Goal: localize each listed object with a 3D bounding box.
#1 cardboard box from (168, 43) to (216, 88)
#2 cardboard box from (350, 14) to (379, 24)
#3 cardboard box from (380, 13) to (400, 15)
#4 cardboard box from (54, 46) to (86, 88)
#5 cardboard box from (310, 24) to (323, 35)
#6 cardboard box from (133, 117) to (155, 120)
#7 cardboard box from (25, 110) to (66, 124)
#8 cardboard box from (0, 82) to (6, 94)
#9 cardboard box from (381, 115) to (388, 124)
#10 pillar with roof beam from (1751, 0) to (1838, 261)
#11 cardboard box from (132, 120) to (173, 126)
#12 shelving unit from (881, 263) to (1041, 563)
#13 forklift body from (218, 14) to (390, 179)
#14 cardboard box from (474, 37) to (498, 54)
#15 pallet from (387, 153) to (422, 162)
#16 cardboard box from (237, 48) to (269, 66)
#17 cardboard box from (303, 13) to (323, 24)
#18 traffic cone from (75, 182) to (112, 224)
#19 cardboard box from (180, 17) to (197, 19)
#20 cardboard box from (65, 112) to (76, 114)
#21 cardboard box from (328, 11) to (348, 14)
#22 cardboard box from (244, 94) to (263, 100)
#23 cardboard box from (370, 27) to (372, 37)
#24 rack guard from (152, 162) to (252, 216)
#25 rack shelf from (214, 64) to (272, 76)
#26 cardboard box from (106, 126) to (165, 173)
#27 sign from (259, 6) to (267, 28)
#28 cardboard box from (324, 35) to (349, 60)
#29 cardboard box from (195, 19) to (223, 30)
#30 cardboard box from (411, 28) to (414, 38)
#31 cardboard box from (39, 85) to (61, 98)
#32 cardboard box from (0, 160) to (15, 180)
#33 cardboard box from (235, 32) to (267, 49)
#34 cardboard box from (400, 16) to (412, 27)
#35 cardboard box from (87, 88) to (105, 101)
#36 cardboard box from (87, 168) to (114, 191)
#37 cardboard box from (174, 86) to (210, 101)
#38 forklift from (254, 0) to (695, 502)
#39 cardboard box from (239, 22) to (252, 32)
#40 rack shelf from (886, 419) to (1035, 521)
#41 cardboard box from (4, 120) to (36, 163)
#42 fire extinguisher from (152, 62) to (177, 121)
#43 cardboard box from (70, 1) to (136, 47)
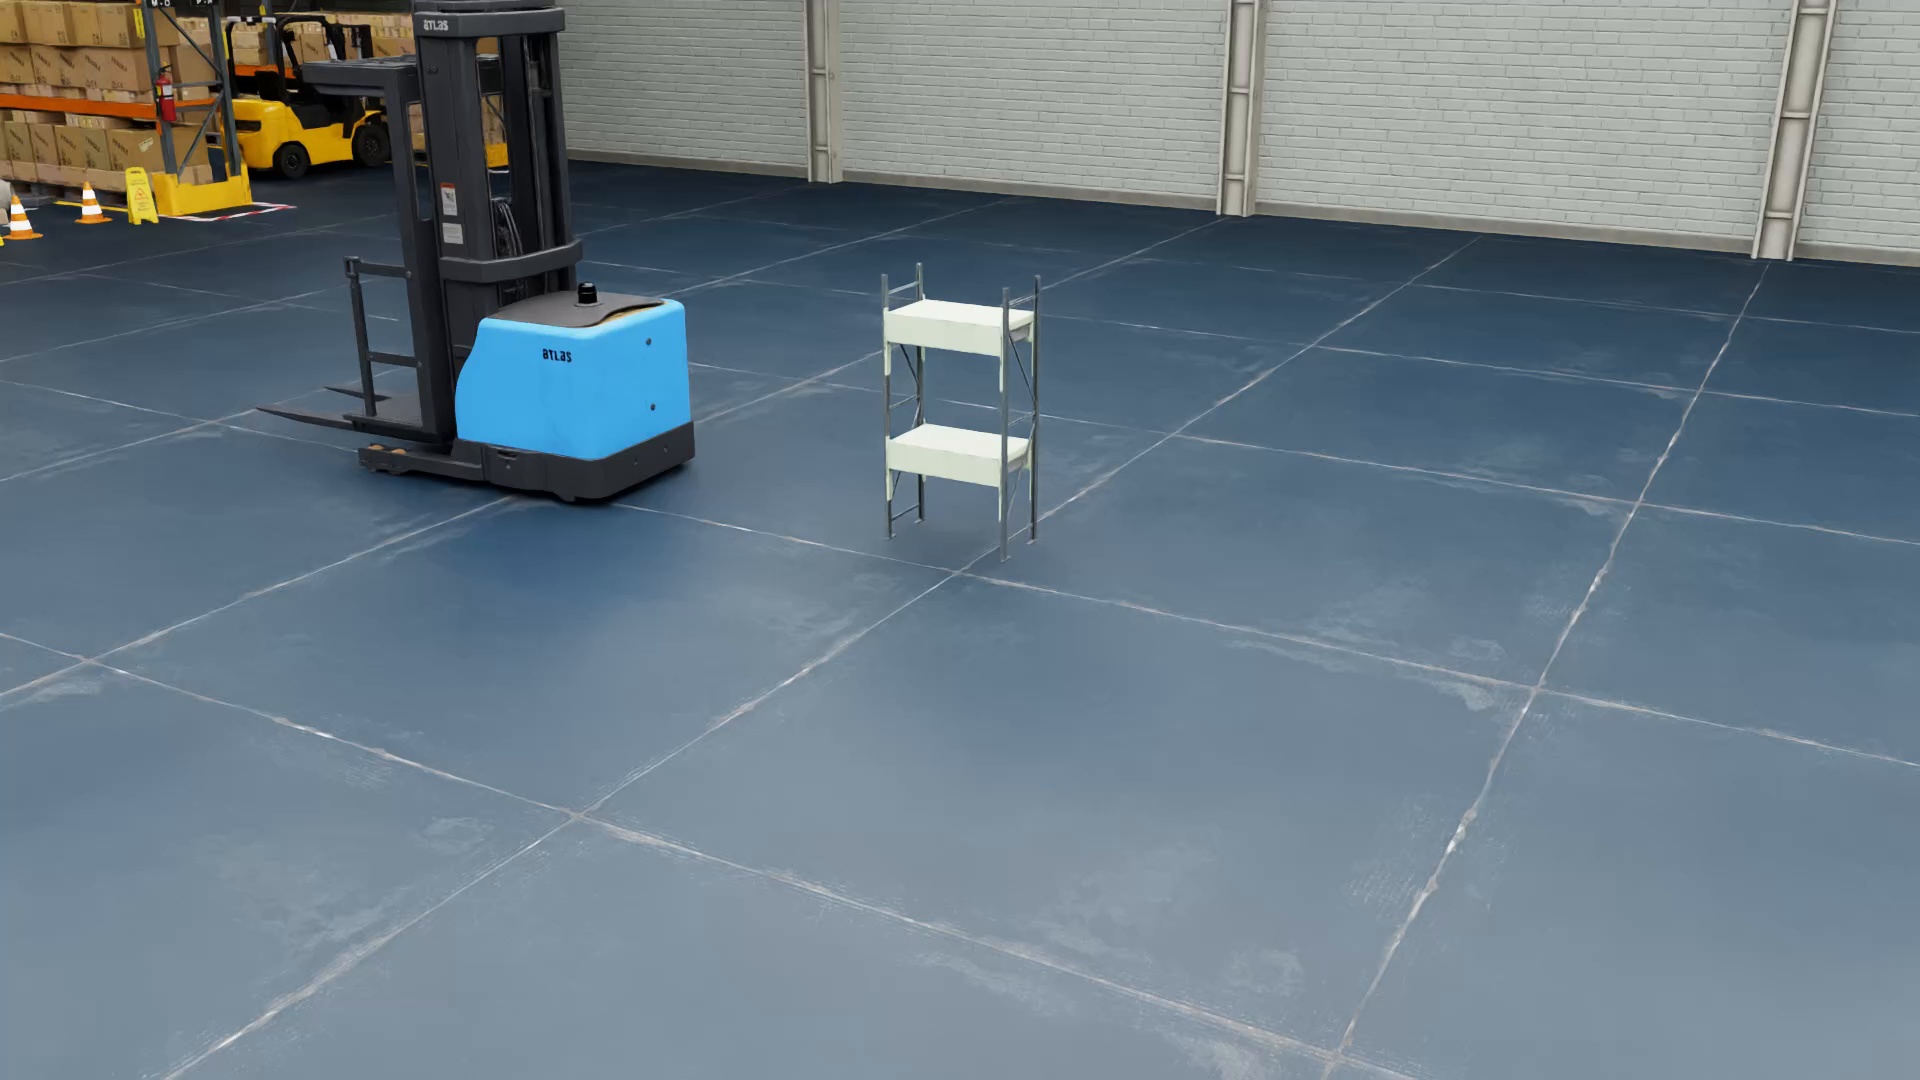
[{"bbox_3d":[-9.629,-5.884,20.605,0.500,0.500,0.500,10,22,26],"label":"cardboard box"},{"bbox_3d":[-8.902,-7.803,24.944,0.250,0.149,0.380,11,23,28],"label":"cardboard box"},{"bbox_3d":[-8.691,-7.934,25.305,0.250,0.149,0.380,12,23,29],"label":"cardboard box"},{"bbox_3d":[-10.829,-5.900,20.649,0.500,0.500,0.500,11,23,27],"label":"cardboard box"},{"bbox_3d":[-9.628,-7.760,25.260,0.250,0.149,0.380,11,23,28],"label":"cardboard box"},{"bbox_3d":[-13.380,-7.318,28.008,0.625,0.625,0.875,12,23,29],"label":"cardboard box"},{"bbox_3d":[-11.694,-5.418,21.267,0.250,0.149,0.380,12,23,30],"label":"cardboard box"},{"bbox_3d":[-12.232,-5.874,21.527,0.250,0.149,0.380,11,23,27],"label":"cardboard box"},{"bbox_3d":[-8.404,-6.308,25.041,0.500,0.250,0.500,10,22,26],"label":"cardboard box"},{"bbox_3d":[6.513,-5.944,12.554,0.400,9.000,9.100,11,23,27],"label":"pillar with roof beam"},{"bbox_3d":[-10.400,-5.099,21.341,0.500,0.500,0.500,10,22,25],"label":"cardboard box"},{"bbox_3d":[0.006,-0.704,9.106,0.755,1.500,0.431,11,23,27],"label":"shelving unit"},{"bbox_3d":[-9.479,-6.388,23.821,1.214,2.155,2.313,11,23,27],"label":"forklift body"},{"bbox_3d":[-7.230,-7.227,24.742,0.500,0.500,0.500,12,23,29],"label":"cardboard box"},{"bbox_3d":[-8.682,-6.022,25.656,1.213,0.211,1.003,11,23,27],"label":"pallet"},{"bbox_3d":[-10.993,-7.615,26.180,0.500,0.250,0.500,11,23,29],"label":"cardboard box"},{"bbox_3d":[-9.793,-7.974,25.414,0.250,0.149,0.380,10,22,26],"label":"cardboard box"},{"bbox_3d":[-10.355,-4.031,19.799,0.334,0.463,0.336,11,23,27],"label":"traffic cone"},{"bbox_3d":[-12.617,-8.545,27.425,0.250,0.149,0.380,11,22,27],"label":"cardboard box"},{"bbox_3d":[-15.282,-7.546,28.819,0.500,0.500,0.500,12,23,30],"label":"cardboard box"},{"bbox_3d":[-9.563,-8.114,25.801,0.250,0.149,0.380,11,22,27],"label":"cardboard box"},{"bbox_3d":[-10.886,-6.844,26.701,0.625,0.625,0.875,12,23,30],"label":"cardboard box"},{"bbox_3d":[-8.679,-7.615,24.862,0.250,0.149,0.380,11,22,27],"label":"cardboard box"},{"bbox_3d":[-9.417,-4.374,20.689,0.348,0.500,1.175,11,23,27],"label":"rack guard"},{"bbox_3d":[-12.172,-7.674,27.177,4.000,0.370,1.077,11,23,27],"label":"rack shelf"},{"bbox_3d":[-10.177,-4.849,20.651,0.500,0.500,0.500,11,23,28],"label":"cardboard box"},{"bbox_3d":[-10.682,-8.024,25.504,0.005,0.325,0.100,11,23,27],"label":"sign"},{"bbox_3d":[-9.260,-7.410,25.246,0.500,0.500,0.500,11,22,27],"label":"cardboard box"},{"bbox_3d":[-11.962,-8.226,26.546,0.250,0.149,0.380,11,23,28],"label":"cardboard box"},{"bbox_3d":[-7.807,-7.436,24.367,0.250,0.149,0.380,11,23,28],"label":"cardboard box"},{"bbox_3d":[-11.379,-5.686,21.011,0.250,0.149,0.380,11,23,27],"label":"cardboard box"},{"bbox_3d":[-12.460,-4.928,21.967,0.500,0.250,0.500,10,22,25],"label":"cardboard box"},{"bbox_3d":[-10.979,-7.850,26.093,0.500,0.250,0.500,10,22,26],"label":"cardboard box"},{"bbox_3d":[-8.002,-7.634,24.477,0.250,0.149,0.380,11,23,28],"label":"cardboard box"},{"bbox_3d":[-10.510,-5.509,20.521,0.250,0.149,0.380,11,23,28],"label":"cardboard box"},{"bbox_3d":[-10.636,-4.584,21.019,0.500,0.250,0.500,11,23,27],"label":"cardboard box"},{"bbox_3d":[-9.546,-5.536,20.597,0.250,0.149,0.380,11,23,28],"label":"cardboard box"},{"bbox_3d":[-3.245,-1.933,10.395,3.031,2.935,1.130,10,22,25],"label":"forklift"},{"bbox_3d":[-11.066,-8.060,26.088,0.250,0.149,0.380,10,22,27],"label":"cardboard box"},{"bbox_3d":[0.006,-0.397,9.217,0.720,0.370,0.431,11,23,27],"label":"rack shelf"},{"bbox_3d":[-11.986,-5.195,21.604,0.500,0.500,0.500,12,23,29],"label":"cardboard box"},{"bbox_3d":[-9.476,-5.344,19.811,0.183,0.674,0.296,11,23,27],"label":"fire extinguisher"},{"bbox_3d":[-10.341,-6.299,20.283,0.500,0.500,0.700,11,23,28],"label":"cardboard box"}]
